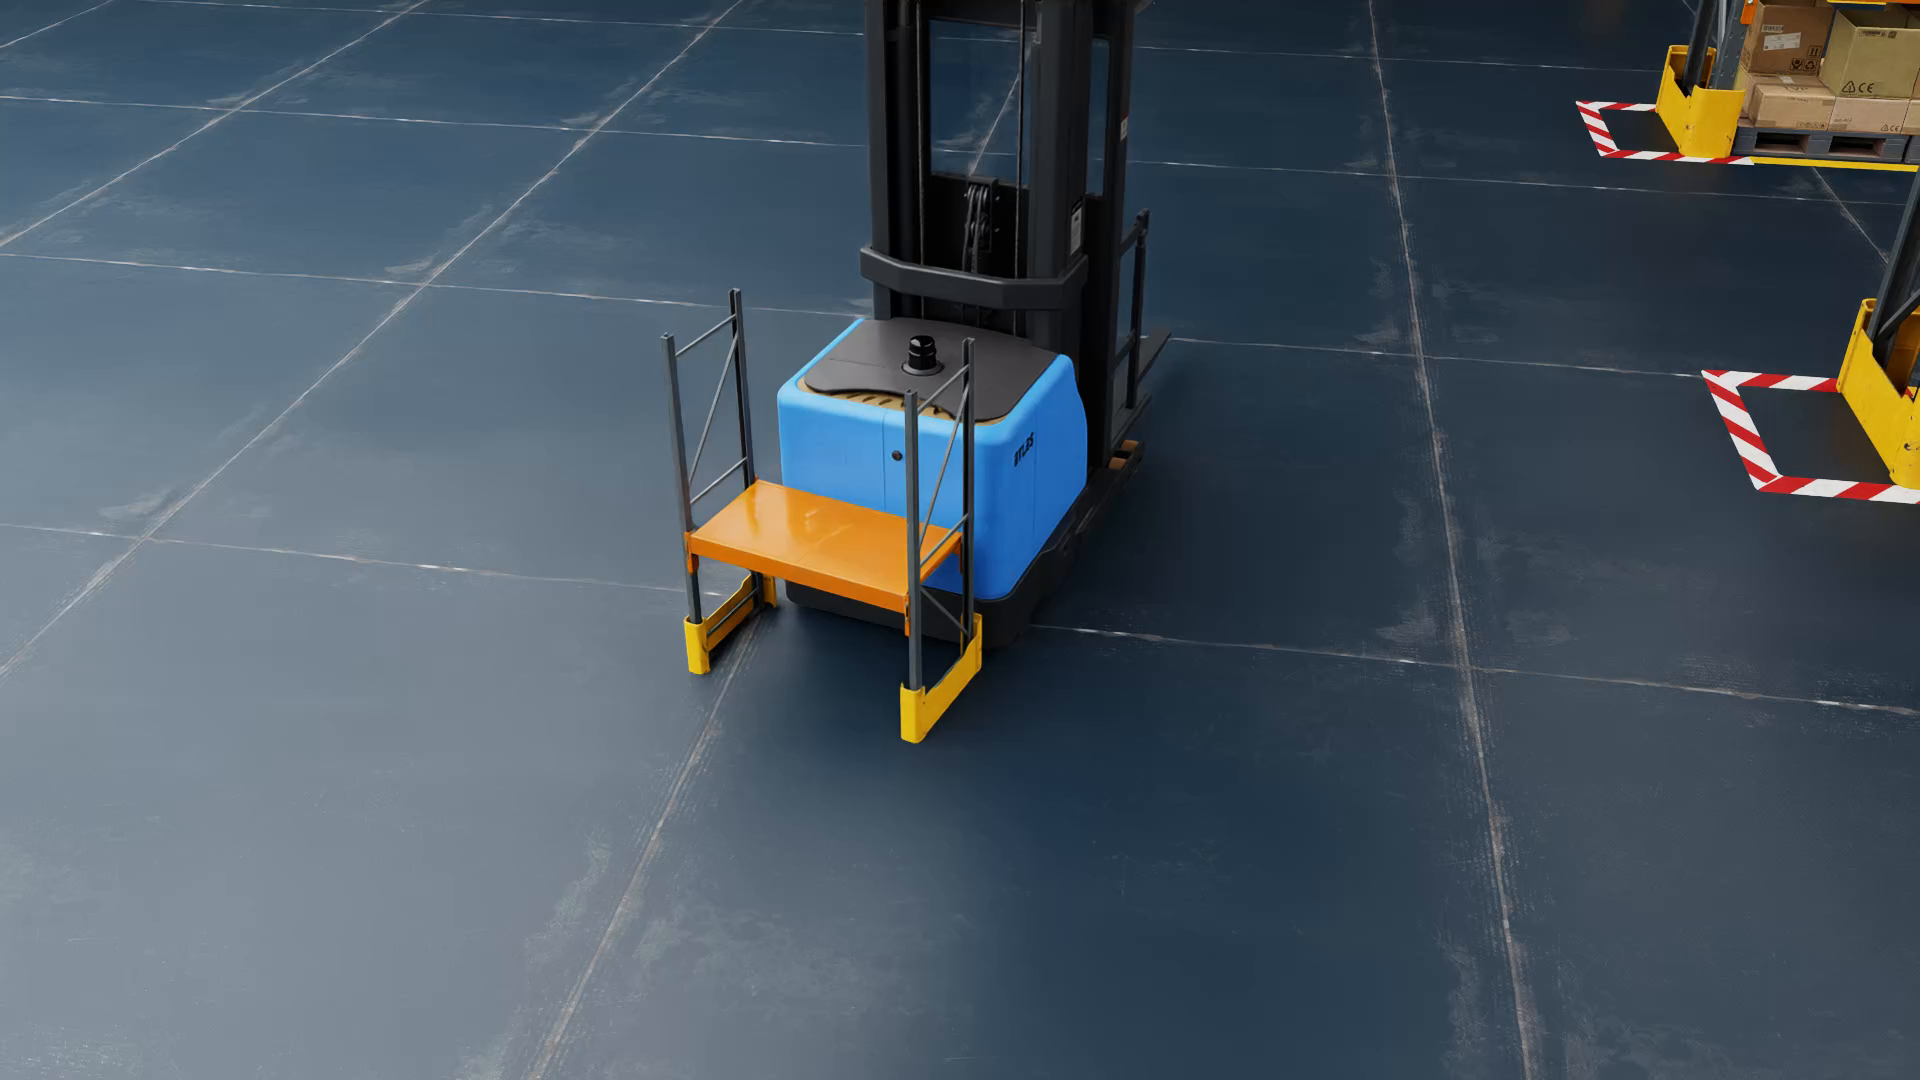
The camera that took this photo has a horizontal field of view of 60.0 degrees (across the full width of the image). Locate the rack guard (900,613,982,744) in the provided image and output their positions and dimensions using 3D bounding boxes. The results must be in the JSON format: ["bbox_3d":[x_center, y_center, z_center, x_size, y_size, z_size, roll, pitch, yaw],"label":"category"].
[{"bbox_3d":[-0.070,0.543,6.647,0.087,0.250,0.587,15,35,22],"label":"rack guard"}]

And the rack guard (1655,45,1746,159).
[{"bbox_3d":[5.597,-3.332,12.603,0.348,0.500,1.175,5,32,8],"label":"rack guard"}]

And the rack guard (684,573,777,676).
[{"bbox_3d":[-0.962,0.308,7.023,0.087,0.250,0.587,15,35,22],"label":"rack guard"}]

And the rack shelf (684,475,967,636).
[{"bbox_3d":[-0.524,0.046,6.602,1.000,0.185,0.538,15,35,22],"label":"rack shelf"}]

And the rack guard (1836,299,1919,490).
[{"bbox_3d":[4.866,-0.758,8.489,0.348,0.500,1.175,5,32,8],"label":"rack guard"}]

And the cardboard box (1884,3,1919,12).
[{"bbox_3d":[7.188,-3.746,12.397,0.500,0.500,0.500,5,32,8],"label":"cardboard box"}]

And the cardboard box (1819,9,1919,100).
[{"bbox_3d":[6.605,-3.512,12.023,0.500,0.500,0.500,5,32,8],"label":"cardboard box"}]

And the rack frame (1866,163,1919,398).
[{"bbox_3d":[4.784,-1.799,7.798,0.127,3.000,1.000,5,32,8],"label":"rack frame"}]

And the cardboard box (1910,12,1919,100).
[{"bbox_3d":[7.100,-3.474,11.963,0.500,0.500,0.500,5,32,8],"label":"cardboard box"}]

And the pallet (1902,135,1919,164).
[{"bbox_3d":[7.581,-3.051,12.426,1.213,0.211,1.003,5,32,8],"label":"pallet"}]

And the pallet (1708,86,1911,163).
[{"bbox_3d":[6.382,-3.161,12.602,1.213,0.211,1.003,5,32,8],"label":"pallet"}]

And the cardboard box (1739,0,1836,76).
[{"bbox_3d":[6.199,-3.828,12.527,0.500,0.500,0.500,5,32,8],"label":"cardboard box"}]

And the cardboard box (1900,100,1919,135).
[{"bbox_3d":[7.098,-3.150,12.152,0.500,0.250,0.500,5,32,8],"label":"cardboard box"}]

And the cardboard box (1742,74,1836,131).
[{"bbox_3d":[6.112,-3.238,12.292,0.500,0.250,0.500,5,32,8],"label":"cardboard box"}]

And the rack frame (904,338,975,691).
[{"bbox_3d":[-0.069,0.013,6.315,0.032,1.500,0.500,15,35,22],"label":"rack frame"}]

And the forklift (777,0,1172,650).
[{"bbox_3d":[0.277,-1.558,7.476,1.130,2.935,3.031,12,34,19],"label":"forklift"}]

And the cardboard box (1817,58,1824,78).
[{"bbox_3d":[6.694,-3.471,12.663,0.500,0.250,0.500,5,32,8],"label":"cardboard box"}]

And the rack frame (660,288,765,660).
[{"bbox_3d":[-0.979,-0.227,6.698,0.032,1.500,0.500,15,35,22],"label":"rack frame"}]

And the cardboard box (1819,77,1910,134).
[{"bbox_3d":[6.605,-3.195,12.224,0.500,0.250,0.500,5,32,8],"label":"cardboard box"}]

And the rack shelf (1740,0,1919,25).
[{"bbox_3d":[7.592,-3.906,11.842,4.000,0.370,1.077,5,32,8],"label":"rack shelf"}]

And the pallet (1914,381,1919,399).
[{"bbox_3d":[5.666,-0.560,8.446,1.213,0.211,1.003,5,32,8],"label":"pallet"}]

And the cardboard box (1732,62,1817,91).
[{"bbox_3d":[6.199,-3.509,12.725,0.500,0.250,0.500,5,32,8],"label":"cardboard box"}]

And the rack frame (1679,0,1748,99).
[{"bbox_3d":[5.621,-4.390,11.936,0.127,3.000,1.000,5,32,8],"label":"rack frame"}]

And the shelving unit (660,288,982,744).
[{"bbox_3d":[-0.516,-0.104,6.503,1.083,1.500,0.587,15,35,22],"label":"shelving unit"}]
